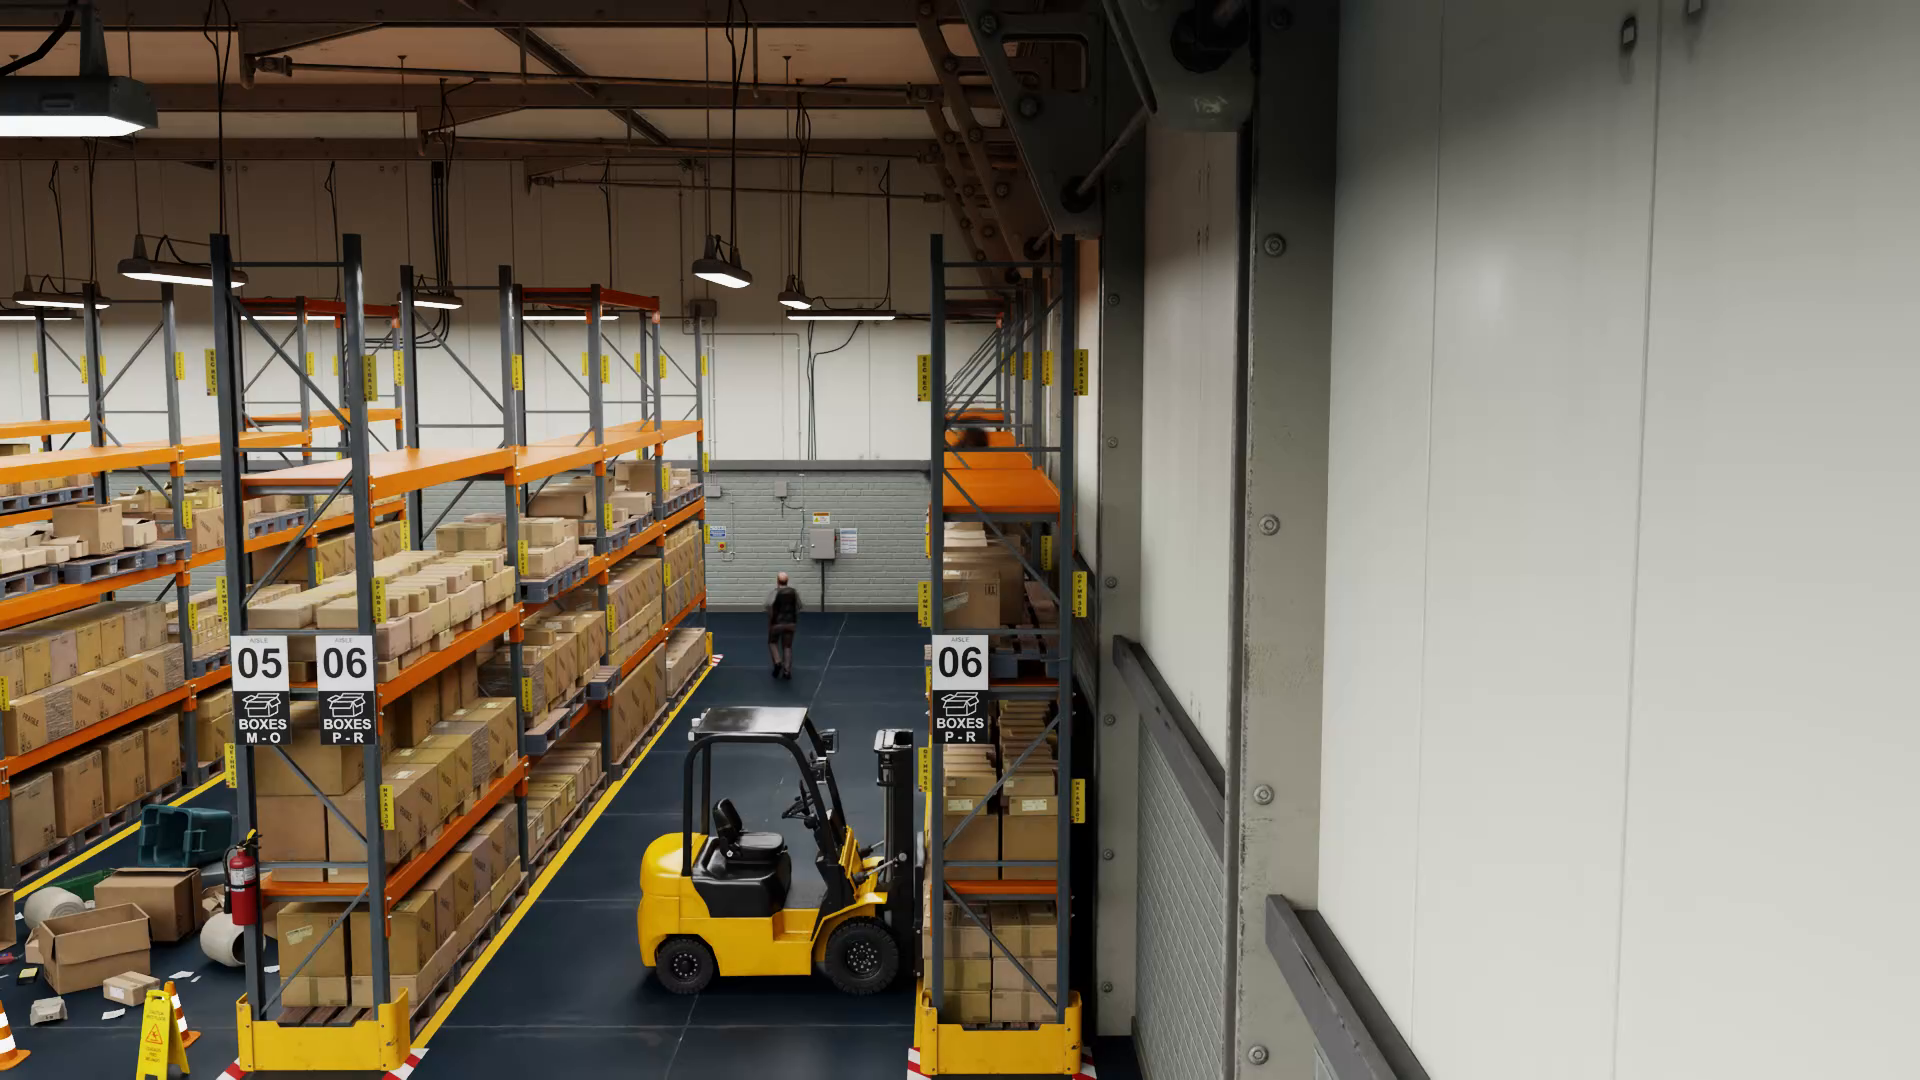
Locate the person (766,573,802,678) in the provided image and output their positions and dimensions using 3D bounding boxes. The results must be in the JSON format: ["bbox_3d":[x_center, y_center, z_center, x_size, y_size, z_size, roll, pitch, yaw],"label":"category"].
[{"bbox_3d":[-2.865,1.362,26.797,0.662,1.693,0.639,-2,7,-21],"label":"person"}]
